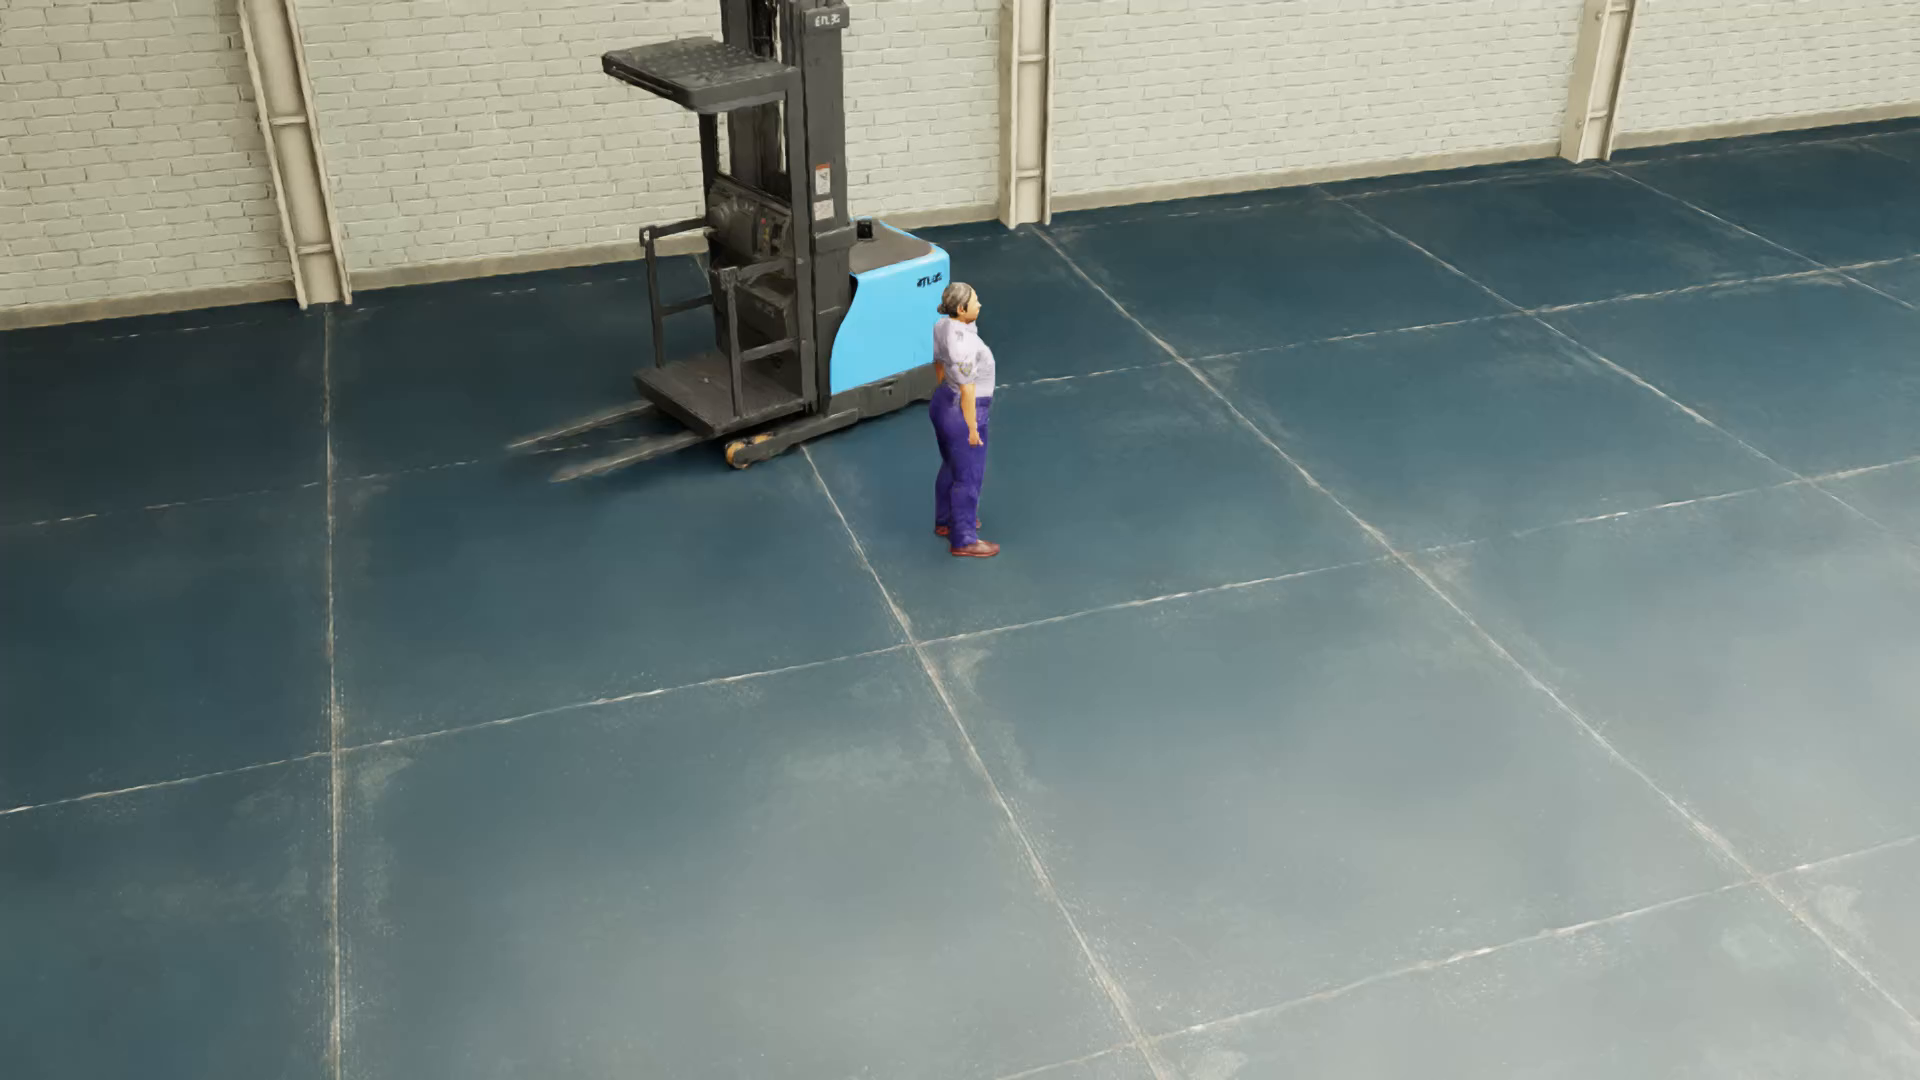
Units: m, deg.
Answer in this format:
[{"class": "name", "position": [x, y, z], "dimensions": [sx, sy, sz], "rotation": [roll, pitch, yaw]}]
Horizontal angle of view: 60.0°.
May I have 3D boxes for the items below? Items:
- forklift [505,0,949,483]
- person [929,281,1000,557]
[{"class": "forklift", "position": [-1.526, -2.034, 10.622], "dimensions": [3.031, 2.935, 1.130], "rotation": [-22, 36, -33]}, {"class": "person", "position": [0.017, -0.711, 9.614], "dimensions": [0.349, 1.652, 0.480], "rotation": [-10, 31, -16]}]
